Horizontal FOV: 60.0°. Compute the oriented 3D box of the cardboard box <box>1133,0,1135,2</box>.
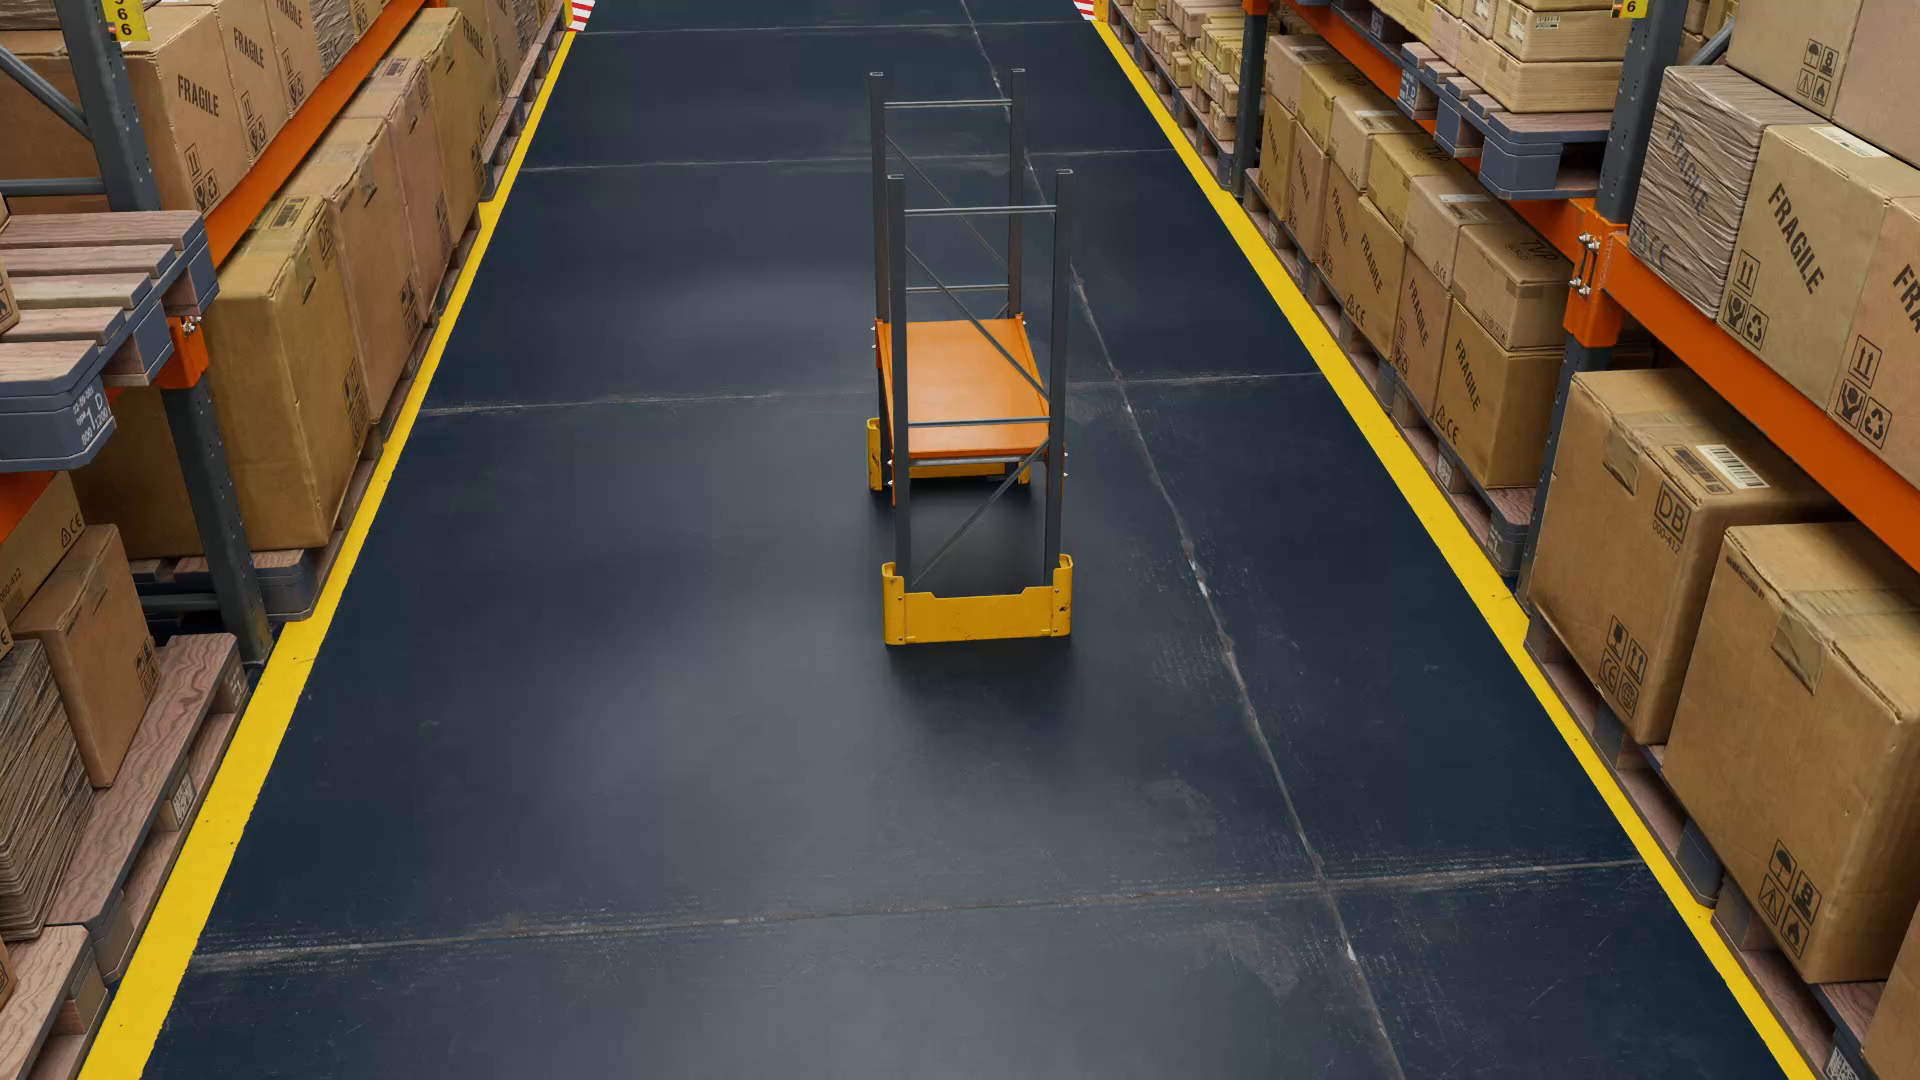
[{"bbox_3d":[1.401,-3.719,11.423,0.380,0.149,0.250,-3,31,-5],"label":"cardboard box"}]

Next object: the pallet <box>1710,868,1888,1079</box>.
[{"bbox_3d":[2.422,1.133,3.647,1.003,0.211,1.213,-3,31,-5],"label":"pallet"}]

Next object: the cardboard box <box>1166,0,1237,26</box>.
[{"bbox_3d":[1.451,-3.177,9.934,0.380,0.149,0.250,-4,31,-6],"label":"cardboard box"}]

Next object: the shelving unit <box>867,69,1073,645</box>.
[{"bbox_3d":[0.007,-0.605,5.300,0.587,1.500,1.083,-3,31,-5],"label":"shelving unit"}]

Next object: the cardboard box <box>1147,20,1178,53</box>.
[{"bbox_3d":[1.401,-3.200,10.553,0.380,0.149,0.250,-4,31,-7],"label":"cardboard box"}]

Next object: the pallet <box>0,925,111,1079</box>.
[{"bbox_3d":[-2.453,1.312,3.347,1.003,0.211,1.213,-3,31,-5],"label":"pallet"}]

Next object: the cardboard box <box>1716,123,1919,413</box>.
[{"bbox_3d":[2.136,-0.633,3.786,0.500,0.500,0.500,-3,31,-5],"label":"cardboard box"}]

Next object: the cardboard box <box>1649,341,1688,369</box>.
[{"bbox_3d":[2.500,-0.572,5.810,0.500,0.500,0.500,-4,31,-7],"label":"cardboard box"}]

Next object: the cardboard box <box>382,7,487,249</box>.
[{"bbox_3d":[-2.930,-1.890,7.651,1.225,0.875,0.875,-3,31,-4],"label":"cardboard box"}]

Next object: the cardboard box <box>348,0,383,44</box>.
[{"bbox_3d":[-2.599,-2.245,6.486,0.500,0.500,0.500,-3,31,-5],"label":"cardboard box"}]

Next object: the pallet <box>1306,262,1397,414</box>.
[{"bbox_3d":[2.130,-0.915,7.075,1.003,0.211,1.213,-3,31,-5],"label":"pallet"}]

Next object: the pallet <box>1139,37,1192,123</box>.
[{"bbox_3d":[1.723,-2.902,10.402,1.003,0.211,1.213,-3,31,-5],"label":"pallet"}]

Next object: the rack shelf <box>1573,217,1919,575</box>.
[{"bbox_3d":[2.499,0.239,3.127,1.077,0.370,4.000,-3,31,-5],"label":"rack shelf"}]

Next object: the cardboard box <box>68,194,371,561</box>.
[{"bbox_3d":[-2.679,-0.527,5.369,1.225,0.875,0.875,-4,31,-7],"label":"cardboard box"}]

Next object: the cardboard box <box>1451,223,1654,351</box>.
[{"bbox_3d":[1.987,-0.857,5.556,0.500,0.250,0.500,-3,31,-6],"label":"cardboard box"}]

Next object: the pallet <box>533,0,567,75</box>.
[{"bbox_3d":[-3.230,-3.388,11.216,1.003,0.211,1.213,-3,31,-5],"label":"pallet"}]

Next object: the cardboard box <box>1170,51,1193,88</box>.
[{"bbox_3d":[1.466,-2.802,9.887,0.380,0.149,0.250,-3,31,-5],"label":"cardboard box"}]

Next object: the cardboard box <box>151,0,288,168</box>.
[{"bbox_3d":[-2.460,-1.472,5.193,0.500,0.500,0.500,-4,31,-6],"label":"cardboard box"}]

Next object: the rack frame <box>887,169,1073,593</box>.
[{"bbox_3d":[0.055,-0.341,4.858,0.500,1.500,0.032,-3,31,-5],"label":"rack frame"}]

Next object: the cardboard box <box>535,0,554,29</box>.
[{"bbox_3d":[-3.243,-3.935,11.075,0.875,0.875,0.875,-3,31,-5],"label":"cardboard box"}]

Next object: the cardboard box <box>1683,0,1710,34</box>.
[{"bbox_3d":[2.440,-1.686,5.193,0.380,0.149,0.250,-1,31,-2],"label":"cardboard box"}]

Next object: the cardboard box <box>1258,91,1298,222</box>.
[{"bbox_3d":[1.743,-1.851,7.951,0.500,0.500,0.500,-2,31,-3],"label":"cardboard box"}]

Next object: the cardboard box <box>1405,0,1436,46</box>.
[{"bbox_3d":[1.743,-1.779,5.639,0.380,0.149,0.250,-3,31,-5],"label":"cardboard box"}]

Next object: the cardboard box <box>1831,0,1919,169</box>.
[{"bbox_3d":[2.393,-1.076,3.553,0.700,0.500,0.500,-3,31,-5],"label":"cardboard box"}]

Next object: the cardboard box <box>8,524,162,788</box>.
[{"bbox_3d":[-2.553,0.320,4.297,0.700,0.500,0.500,-4,31,-7],"label":"cardboard box"}]

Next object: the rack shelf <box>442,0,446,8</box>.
[{"bbox_3d":[-3.196,-3.660,9.653,1.077,0.370,4.000,-3,31,-5],"label":"rack shelf"}]

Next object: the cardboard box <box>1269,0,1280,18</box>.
[{"bbox_3d":[1.976,-3.202,9.977,0.380,0.149,0.250,-4,31,-7],"label":"cardboard box"}]

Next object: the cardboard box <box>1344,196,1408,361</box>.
[{"bbox_3d":[1.880,-1.056,6.621,0.500,0.500,0.500,-4,31,-7],"label":"cardboard box"}]

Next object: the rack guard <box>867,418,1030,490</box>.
[{"bbox_3d":[-0.039,-0.323,6.046,0.587,0.250,0.087,-3,31,-5],"label":"rack guard"}]

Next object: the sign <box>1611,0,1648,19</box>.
[{"bbox_3d":[1.773,-1.523,4.324,0.100,0.325,0.005,-3,31,-5],"label":"sign"}]

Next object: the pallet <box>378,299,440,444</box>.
[{"bbox_3d":[-2.745,-0.736,6.776,1.003,0.211,1.213,-3,31,-5],"label":"pallet"}]

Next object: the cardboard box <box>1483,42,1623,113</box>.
[{"bbox_3d":[1.809,-1.394,4.993,0.380,0.149,0.250,-2,31,-4],"label":"cardboard box"}]

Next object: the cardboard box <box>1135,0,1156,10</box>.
[{"bbox_3d":[1.354,-3.581,10.900,0.380,0.149,0.250,-2,31,-3],"label":"cardboard box"}]

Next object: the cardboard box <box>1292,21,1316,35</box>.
[{"bbox_3d":[2.073,-2.801,9.305,0.380,0.149,0.250,-3,31,-5],"label":"cardboard box"}]

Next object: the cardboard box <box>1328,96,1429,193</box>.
[{"bbox_3d":[1.840,-1.640,6.868,0.500,0.250,0.500,-2,31,-3],"label":"cardboard box"}]

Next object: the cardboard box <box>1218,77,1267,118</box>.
[{"bbox_3d":[1.593,-2.363,8.862,0.380,0.149,0.250,-2,31,-4],"label":"cardboard box"}]

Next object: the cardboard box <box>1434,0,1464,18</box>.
[{"bbox_3d":[1.759,-1.792,5.371,0.380,0.149,0.250,-2,31,-3],"label":"cardboard box"}]

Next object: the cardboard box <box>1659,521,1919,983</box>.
[{"bbox_3d":[2.365,0.456,3.846,1.050,0.750,0.750,-2,31,-4],"label":"cardboard box"}]

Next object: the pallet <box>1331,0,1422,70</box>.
[{"bbox_3d":[2.086,-2.018,6.390,1.003,0.211,1.213,-3,31,-5],"label":"pallet"}]

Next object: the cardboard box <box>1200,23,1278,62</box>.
[{"bbox_3d":[1.552,-2.770,9.252,0.380,0.149,0.250,-3,31,-5],"label":"cardboard box"}]

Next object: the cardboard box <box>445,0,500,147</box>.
[{"bbox_3d":[-2.991,-2.556,8.767,0.875,0.875,0.875,-3,31,-5],"label":"cardboard box"}]

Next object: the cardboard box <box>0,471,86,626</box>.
[{"bbox_3d":[-2.543,-0.002,4.106,0.500,0.250,0.500,-2,31,-3],"label":"cardboard box"}]

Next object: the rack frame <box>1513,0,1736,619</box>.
[{"bbox_3d":[2.312,-1.091,4.652,1.000,3.000,0.127,-3,31,-5],"label":"rack frame"}]
